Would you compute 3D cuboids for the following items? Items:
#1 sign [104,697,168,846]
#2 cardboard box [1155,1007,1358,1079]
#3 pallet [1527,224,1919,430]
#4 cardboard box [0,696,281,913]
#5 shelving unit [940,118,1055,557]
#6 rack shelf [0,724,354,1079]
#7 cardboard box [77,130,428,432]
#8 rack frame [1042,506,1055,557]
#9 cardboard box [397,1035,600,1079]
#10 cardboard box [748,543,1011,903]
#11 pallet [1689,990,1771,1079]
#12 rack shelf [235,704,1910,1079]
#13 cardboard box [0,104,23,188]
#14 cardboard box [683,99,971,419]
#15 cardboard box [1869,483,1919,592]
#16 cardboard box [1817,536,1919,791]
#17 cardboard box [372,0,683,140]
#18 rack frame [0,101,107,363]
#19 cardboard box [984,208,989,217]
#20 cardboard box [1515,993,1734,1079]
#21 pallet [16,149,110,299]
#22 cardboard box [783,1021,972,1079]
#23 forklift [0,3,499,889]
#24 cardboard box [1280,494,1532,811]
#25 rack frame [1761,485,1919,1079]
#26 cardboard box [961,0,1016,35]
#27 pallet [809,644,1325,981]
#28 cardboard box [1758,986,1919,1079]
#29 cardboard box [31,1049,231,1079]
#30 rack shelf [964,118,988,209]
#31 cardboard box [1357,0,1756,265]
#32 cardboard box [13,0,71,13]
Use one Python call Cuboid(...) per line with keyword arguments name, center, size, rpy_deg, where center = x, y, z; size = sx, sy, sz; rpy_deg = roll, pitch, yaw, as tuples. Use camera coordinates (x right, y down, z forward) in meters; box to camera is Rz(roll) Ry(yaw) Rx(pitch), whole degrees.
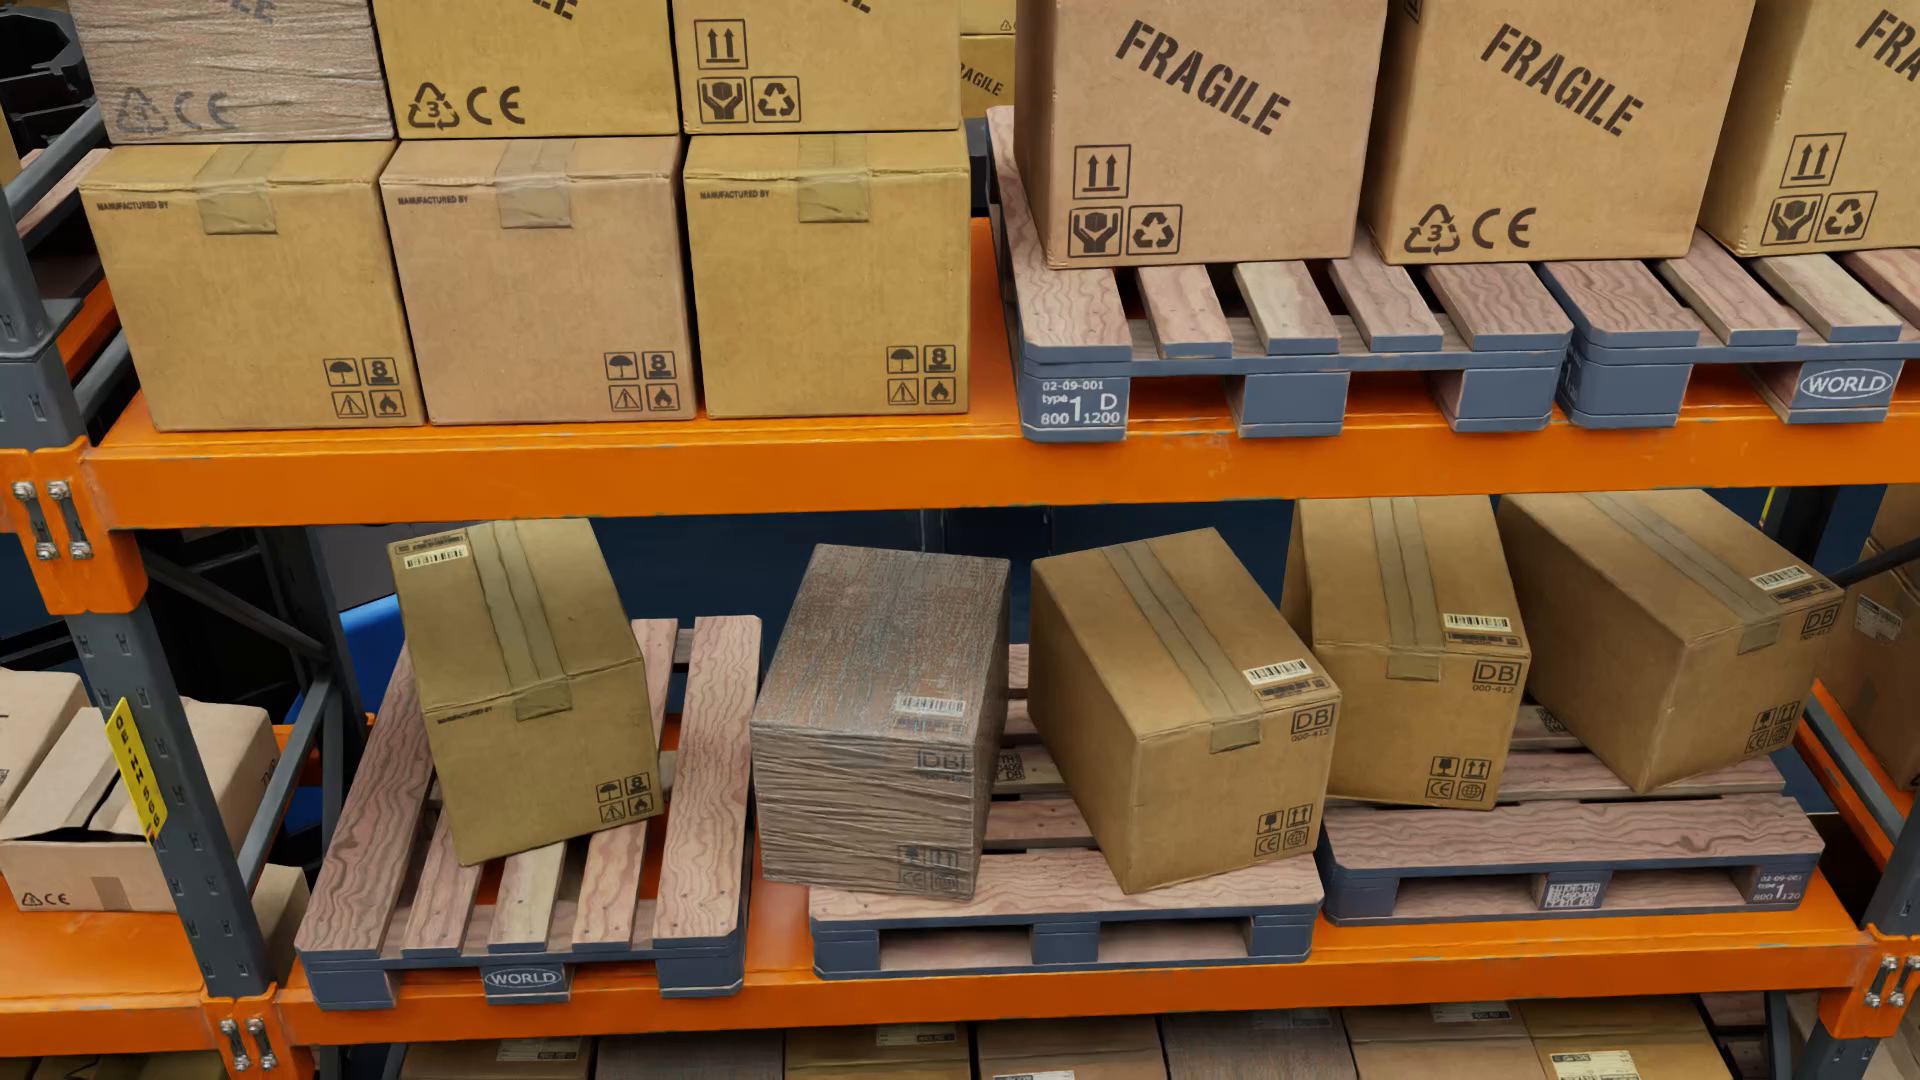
Cuboid(name="sign", center=(-1.685, 0.477, 3.407), size=(0.005, 0.325, 0.100), rpy_deg=(-2, 35, -2))
Cuboid(name="cardboard box", center=(0.806, 1.575, 4.648), size=(0.500, 0.500, 0.500), rpy_deg=(-1, 35, -2))
Cuboid(name="pallet", center=(1.626, -0.648, 3.580), size=(1.003, 0.211, 1.213), rpy_deg=(-2, 35, -2))
Cuboid(name="cardboard box", center=(-2.080, 0.660, 4.239), size=(0.500, 0.311, 0.500), rpy_deg=(1, 35, 1))
Cuboid(name="shelving unit", center=(0.165, -0.868, 7.159), size=(0.503, 2.100, 0.431), rpy_deg=(-2, 35, -2))
Cuboid(name="rack shelf", center=(-3.713, 0.988, 4.319), size=(4.000, 0.370, 1.077), rpy_deg=(-2, 35, -2))
Cuboid(name="cardboard box", center=(-1.281, -0.667, 3.355), size=(0.500, 0.500, 0.910), rpy_deg=(-2, 35, -2))
Cuboid(name="rack frame", center=(0.409, -0.874, 7.168), size=(0.015, 2.100, 0.400), rpy_deg=(-2, 35, -2))
Cuboid(name="cardboard box", center=(-1.247, 1.635, 4.561), size=(0.500, 0.500, 0.500), rpy_deg=(0, 35, 0))
Cuboid(name="cardboard box", center=(-0.168, 0.427, 4.040), size=(0.500, 0.500, 0.700), rpy_deg=(5, 35, 7))
Cuboid(name="pallet", center=(2.967, 1.659, 5.168), size=(1.213, 0.211, 1.003), rpy_deg=(-2, 35, -2))
Cuboid(name="rack shelf", center=(0.283, 0.880, 4.475), size=(4.000, 0.370, 1.077), rpy_deg=(-2, 35, -2))
Cuboid(name="cardboard box", center=(-2.165, -0.662, 3.198), size=(0.500, 0.250, 0.500), rpy_deg=(-4, 35, -6))
Cuboid(name="cardboard box", center=(-0.252, -0.695, 3.395), size=(0.500, 0.500, 0.910), rpy_deg=(-2, 35, -2))
Cuboid(name="cardboard box", center=(2.774, -0.083, 4.267), size=(0.500, 0.500, 0.500), rpy_deg=(-1, 35, -2))
Cuboid(name="cardboard box", center=(2.768, 0.330, 4.550), size=(0.500, 0.500, 0.500), rpy_deg=(-1, 35, -1))
Cuboid(name="cardboard box", center=(-0.769, -1.070, 3.057), size=(0.500, 0.500, 0.500), rpy_deg=(-2, 35, -2))
Cuboid(name="rack frame", center=(-1.715, -1.829, 2.485), size=(0.127, 3.000, 1.000), rpy_deg=(-2, 35, -2))
Cuboid(name="cardboard box", center=(0.512, -1.457, 8.740), size=(0.750, 0.750, 0.750), rpy_deg=(-1, 35, -1))
Cuboid(name="cardboard box", center=(1.801, 1.553, 4.680), size=(0.500, 0.500, 0.500), rpy_deg=(-2, 35, -2))
Cuboid(name="pallet", center=(-2.388, -0.449, 3.293), size=(1.003, 0.211, 1.213), rpy_deg=(0, 35, 0))
Cuboid(name="cardboard box", center=(-0.223, 1.607, 4.602), size=(0.500, 0.500, 0.500), rpy_deg=(-2, 35, -3))
Cuboid(name="forklift", center=(-2.984, -0.028, 5.215), size=(3.031, 2.935, 1.130), rpy_deg=(-22, 40, -28))
Cuboid(name="cardboard box", center=(1.113, 0.257, 4.286), size=(0.500, 0.500, 0.700), rpy_deg=(4, 35, 5))
Cuboid(name="rack frame", center=(2.281, 0.530, 4.348), size=(0.127, 3.000, 1.000), rpy_deg=(-2, 35, -2))
Cuboid(name="cardboard box", center=(0.058, -2.571, 7.804), size=(0.500, 0.250, 0.500), rpy_deg=(-2, 35, -3))
Cuboid(name="pallet", center=(0.228, 0.662, 4.326), size=(1.213, 0.211, 1.003), rpy_deg=(-2, 35, -2))
Cuboid(name="cardboard box", center=(2.710, 1.567, 4.827), size=(0.500, 0.311, 0.500), rpy_deg=(-2, 35, -2))
Cuboid(name="cardboard box", center=(-2.226, 1.519, 4.473), size=(0.500, 0.311, 0.500), rpy_deg=(-1, 35, -1))
Cuboid(name="rack shelf", center=(0.165, -1.432, 6.768), size=(0.480, 0.518, 0.431), rpy_deg=(-2, 35, -2))
Cuboid(name="cardboard box", center=(1.108, -0.955, 3.314), size=(0.600, 0.600, 0.600), rpy_deg=(-2, 35, -3))
Cuboid(name="cardboard box", center=(-4.224, -2.333, 8.011), size=(0.500, 0.500, 0.700), rpy_deg=(3, 35, 4))
